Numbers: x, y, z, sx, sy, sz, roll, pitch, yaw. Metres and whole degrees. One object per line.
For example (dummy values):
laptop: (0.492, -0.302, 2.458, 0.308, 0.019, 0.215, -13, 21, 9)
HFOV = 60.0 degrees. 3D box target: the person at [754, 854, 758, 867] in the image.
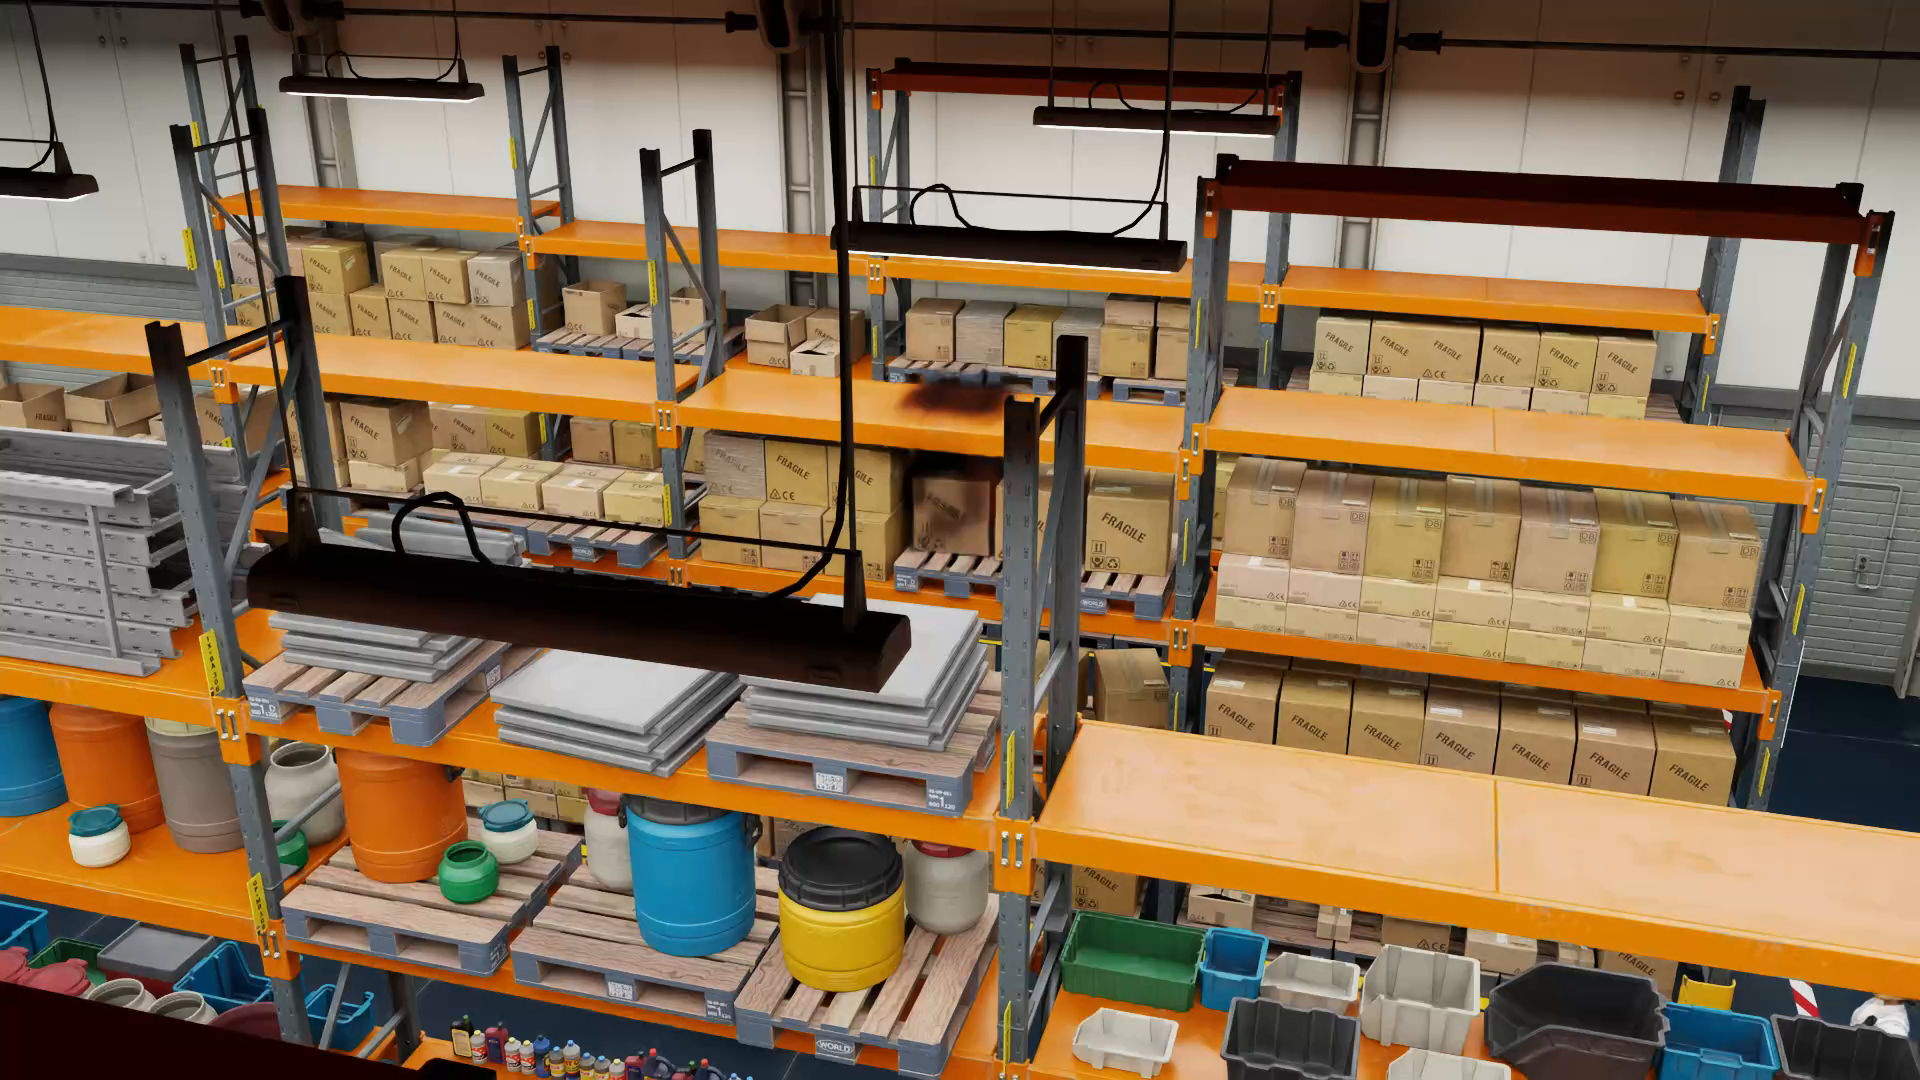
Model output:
person: (-1.670, 2.617, 11.811, 0.568, 1.789, 0.444, -3, 23, -6)

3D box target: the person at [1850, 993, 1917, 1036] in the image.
person: (5.758, 3.371, 10.505, 0.967, 1.640, 0.497, 5, 23, 11)
